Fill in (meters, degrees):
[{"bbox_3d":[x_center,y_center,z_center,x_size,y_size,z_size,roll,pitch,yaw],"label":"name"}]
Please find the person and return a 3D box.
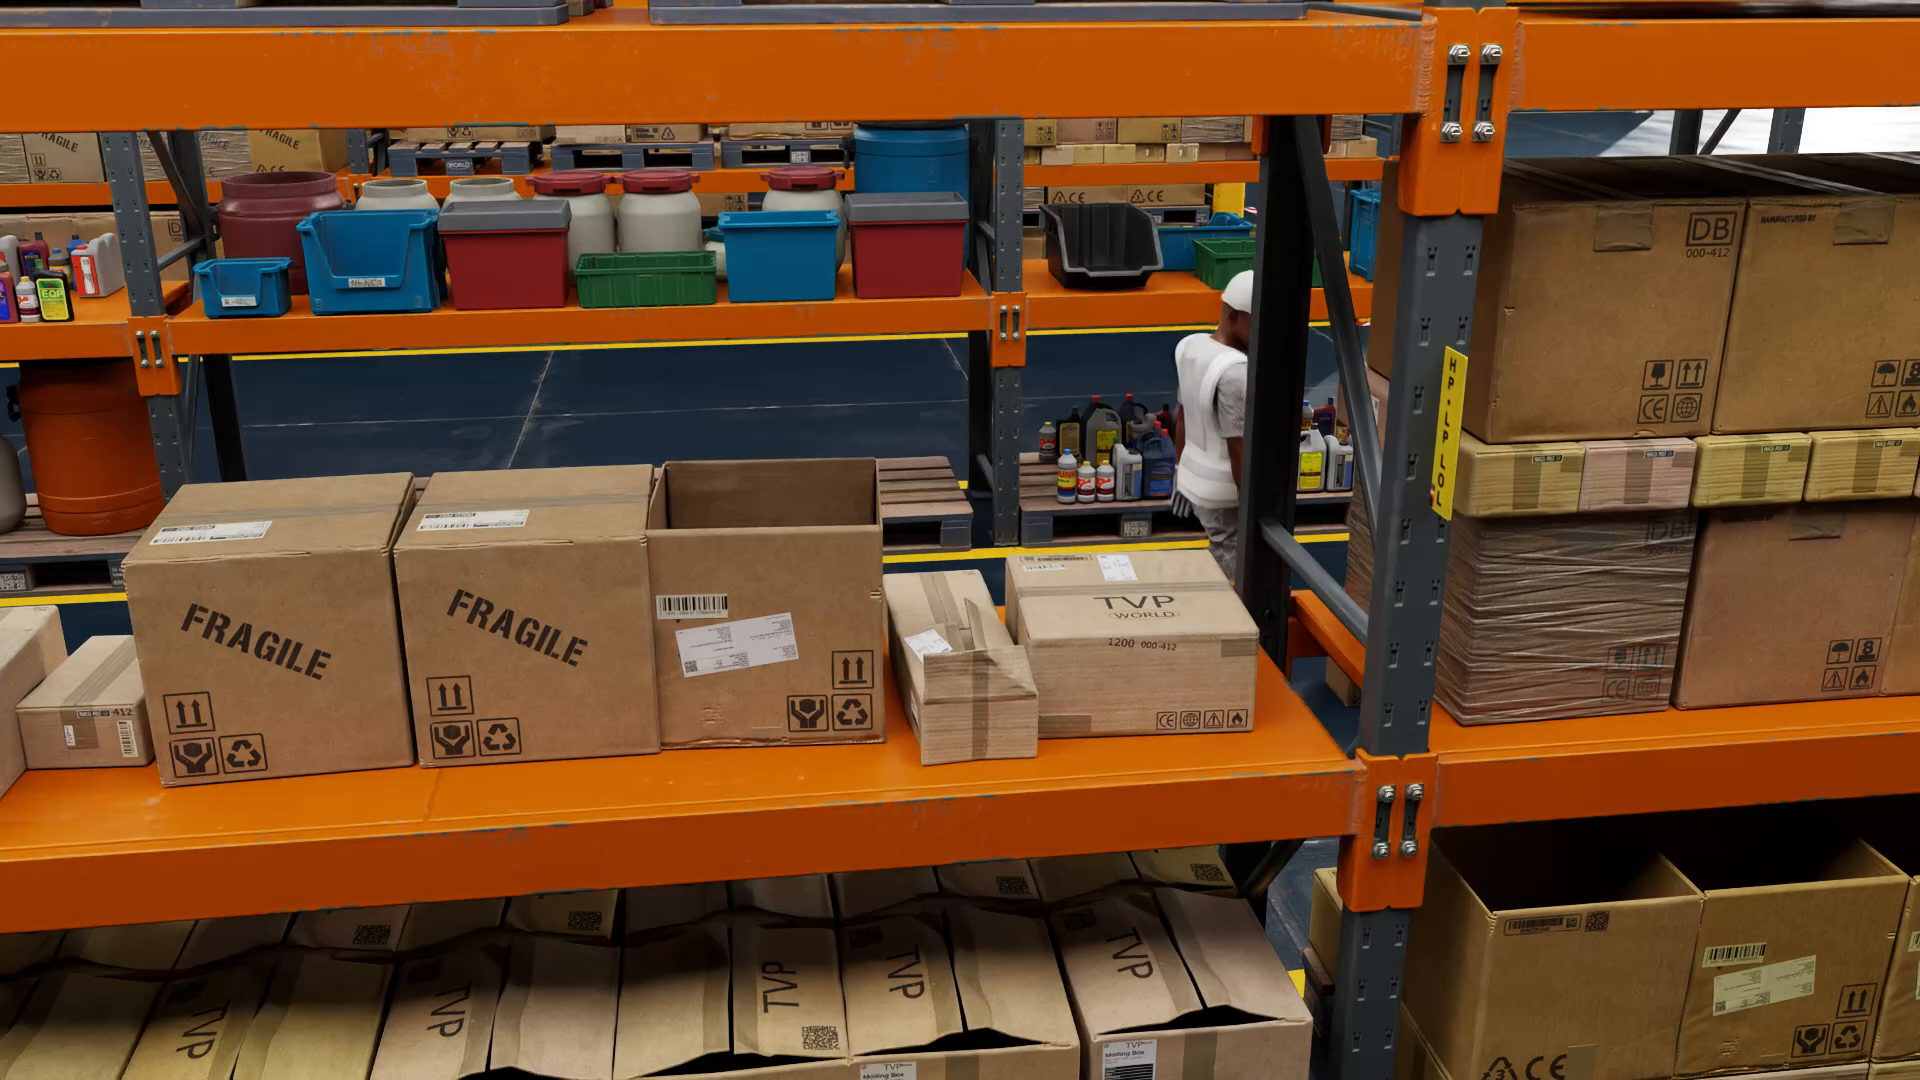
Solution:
[{"bbox_3d":[1.076,-0.140,6.455,0.450,1.837,0.602,-4,20,-12],"label":"person"}]
